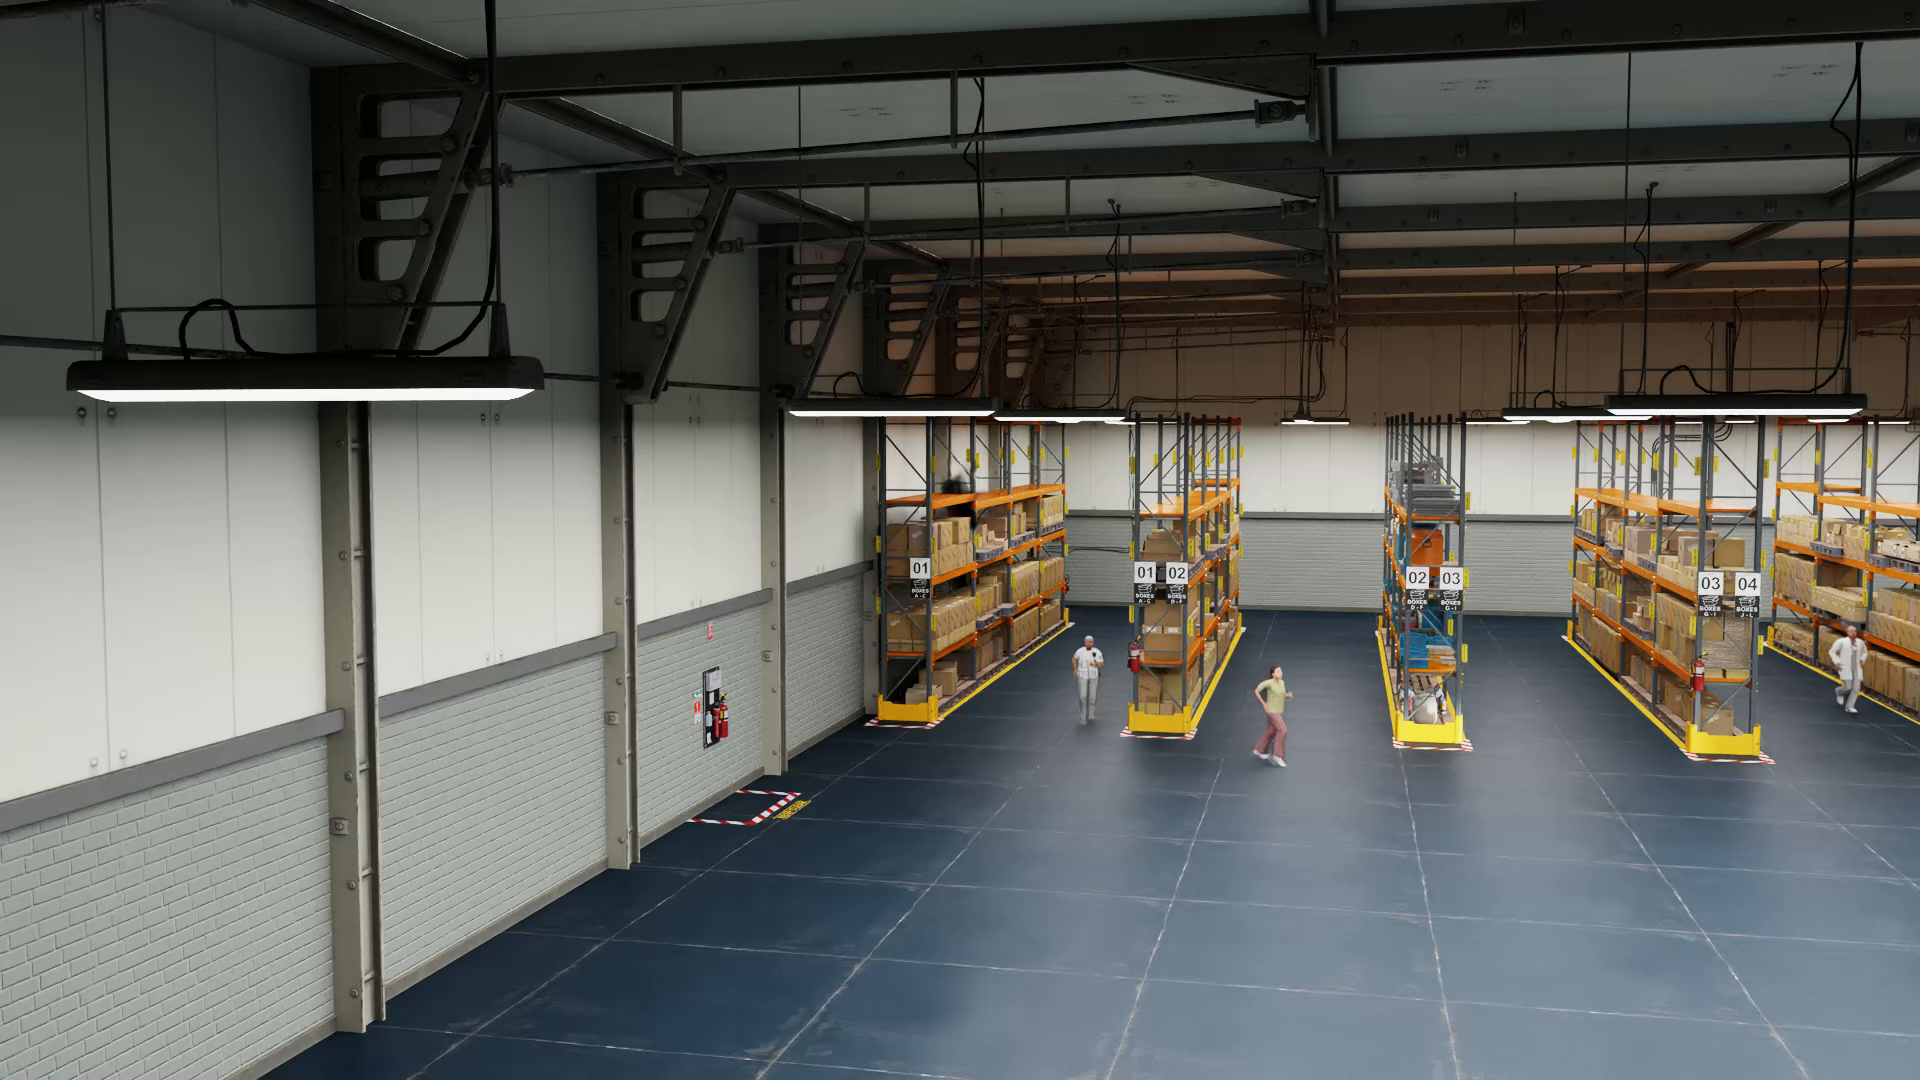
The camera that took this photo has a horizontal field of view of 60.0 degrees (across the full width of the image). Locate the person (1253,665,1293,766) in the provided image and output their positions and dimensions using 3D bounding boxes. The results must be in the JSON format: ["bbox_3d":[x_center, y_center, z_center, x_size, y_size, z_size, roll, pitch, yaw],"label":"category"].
[{"bbox_3d":[5.352,2.980,28.397,0.735,1.730,0.546,4,5,44],"label":"person"}]

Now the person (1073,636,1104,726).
[{"bbox_3d":[2.489,2.709,32.256,0.580,1.728,0.750,0,4,1],"label":"person"}]

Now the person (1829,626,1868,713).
[{"bbox_3d":[17.901,2.592,33.460,0.726,1.734,0.702,0,4,4],"label":"person"}]
